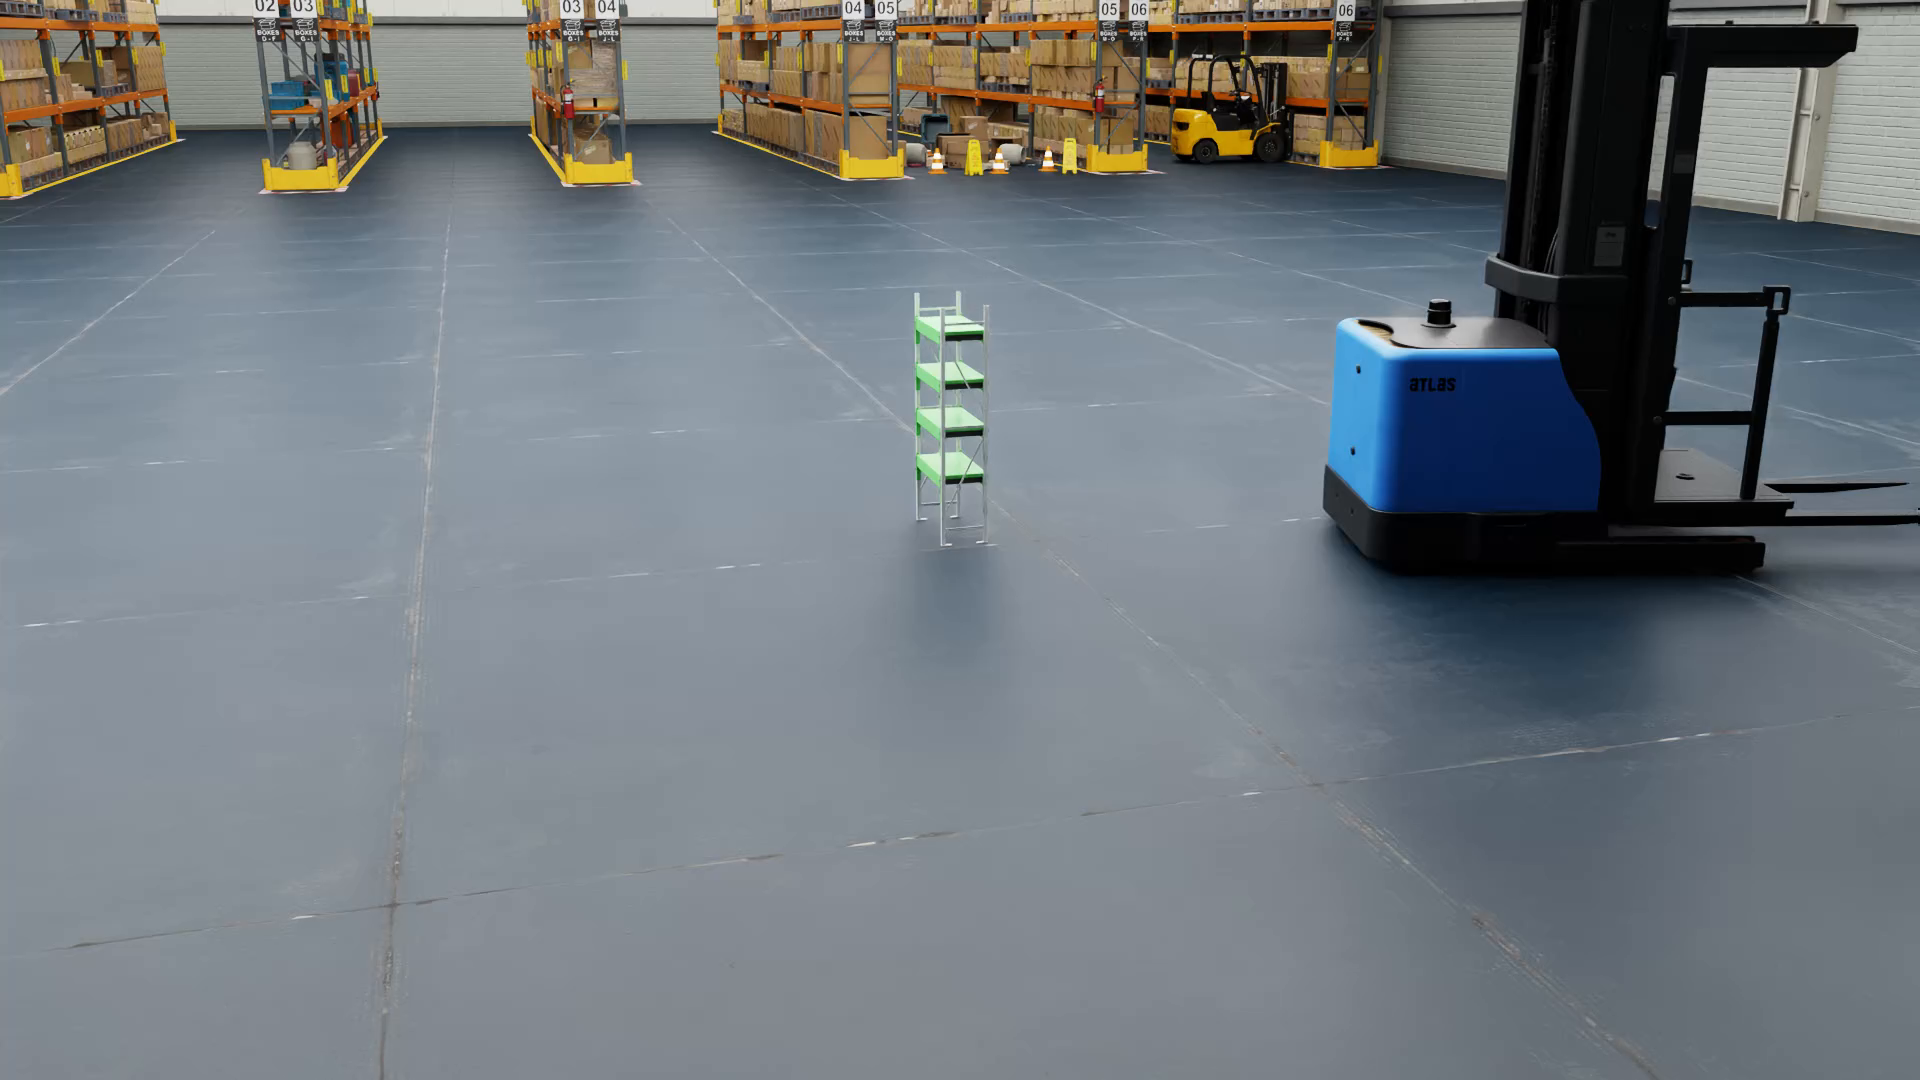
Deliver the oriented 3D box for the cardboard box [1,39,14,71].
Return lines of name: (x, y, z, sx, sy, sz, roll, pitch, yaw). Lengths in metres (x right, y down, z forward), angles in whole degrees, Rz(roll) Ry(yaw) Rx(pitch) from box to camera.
cardboard box: (-16.393, -8.156, 27.962, 0.700, 0.500, 0.500, -5, 17, -15)

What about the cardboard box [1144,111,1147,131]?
cardboard box: (4.896, -10.760, 42.673, 0.500, 0.500, 0.500, -5, 18, -17)

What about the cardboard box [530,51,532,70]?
cardboard box: (-10.835, -12.403, 42.969, 0.500, 0.500, 0.500, -5, 17, -17)

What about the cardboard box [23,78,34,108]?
cardboard box: (-16.660, -7.806, 29.049, 0.700, 0.500, 0.500, -4, 17, -14)

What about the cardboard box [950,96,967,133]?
cardboard box: (0.286, -10.712, 41.862, 0.875, 0.875, 0.875, -4, 17, -14)

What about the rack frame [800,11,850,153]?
rack frame: (-2.750, -9.311, 34.234, 1.000, 3.000, 0.127, -5, 17, -15)

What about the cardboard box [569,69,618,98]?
cardboard box: (-6.572, -8.185, 29.795, 0.875, 0.500, 0.500, -5, 17, -15)

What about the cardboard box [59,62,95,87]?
cardboard box: (-18.454, -9.685, 34.577, 0.700, 0.500, 0.500, -12, 20, -34)

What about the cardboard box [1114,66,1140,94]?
cardboard box: (3.217, -8.967, 32.399, 0.500, 0.500, 0.500, -5, 17, -16)

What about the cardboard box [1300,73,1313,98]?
cardboard box: (7.331, -9.325, 34.106, 0.500, 0.500, 0.500, -4, 17, -14)

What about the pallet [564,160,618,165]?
pallet: (-6.990, -7.090, 31.688, 1.003, 0.211, 1.213, -5, 17, -15)

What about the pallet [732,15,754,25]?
pallet: (-4.882, -12.691, 40.600, 1.213, 0.211, 1.003, -5, 17, -15)

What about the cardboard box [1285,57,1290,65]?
cardboard box: (7.071, -10.095, 35.027, 0.380, 0.149, 0.250, -5, 17, -15)

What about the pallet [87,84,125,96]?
pallet: (-18.711, -9.716, 35.918, 1.003, 0.211, 1.213, -5, 17, -15)

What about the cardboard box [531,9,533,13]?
cardboard box: (-10.612, -13.695, 42.537, 0.700, 0.500, 0.500, -5, 18, -17)

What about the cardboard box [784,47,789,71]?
cardboard box: (-3.452, -10.537, 36.406, 0.700, 0.500, 0.500, -5, 17, -16)

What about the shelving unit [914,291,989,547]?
shelving unit: (-0.045, -0.620, 8.432, 0.258, 1.200, 0.503, -5, 17, -15)

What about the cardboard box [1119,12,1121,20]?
cardboard box: (3.144, -10.123, 32.160, 0.380, 0.149, 0.250, -5, 18, -17)

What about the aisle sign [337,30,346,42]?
aisle sign: (-15.912, -13.116, 42.382, 0.394, 0.787, 0.004, -5, 17, -15)

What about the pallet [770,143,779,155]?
pallet: (-3.705, -8.858, 37.573, 1.003, 0.211, 1.213, -5, 17, -15)

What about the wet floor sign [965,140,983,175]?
wet floor sign: (0.261, -7.225, 31.384, 0.267, 0.644, 0.232, -8, 18, -25)

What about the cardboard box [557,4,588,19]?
cardboard box: (-6.824, -9.318, 29.305, 0.500, 0.250, 0.500, -4, 17, -14)

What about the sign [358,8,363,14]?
sign: (-13.978, -12.252, 38.795, 0.100, 0.325, 0.005, -5, 17, -15)

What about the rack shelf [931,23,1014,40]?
rack shelf: (0.333, -12.482, 40.827, 1.077, 0.370, 4.000, -5, 17, -15)

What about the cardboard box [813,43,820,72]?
cardboard box: (-2.403, -9.492, 32.699, 0.875, 0.550, 0.550, -5, 17, -15)

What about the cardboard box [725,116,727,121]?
cardboard box: (-6.130, -11.363, 44.774, 0.380, 0.149, 0.250, -5, 17, -16)

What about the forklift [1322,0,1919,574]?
forklift: (3.438, -1.395, 8.000, 3.031, 2.935, 1.130, 0, 17, -2)

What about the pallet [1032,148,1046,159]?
pallet: (2.200, -8.212, 35.422, 1.003, 0.211, 1.213, -5, 17, -15)

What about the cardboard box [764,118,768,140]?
cardboard box: (-4.282, -9.582, 38.754, 0.500, 0.500, 0.500, -5, 17, -16)

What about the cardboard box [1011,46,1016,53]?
cardboard box: (1.338, -10.806, 36.662, 0.380, 0.149, 0.250, -5, 18, -18)

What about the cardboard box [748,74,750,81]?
cardboard box: (-4.853, -11.028, 39.659, 0.380, 0.149, 0.250, -6, 18, -18)

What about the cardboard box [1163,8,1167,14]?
cardboard box: (5.225, -13.013, 40.912, 0.380, 0.149, 0.250, -4, 17, -14)

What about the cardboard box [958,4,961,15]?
cardboard box: (0.167, -12.763, 40.017, 0.396, 0.266, 0.258, -5, 17, -17)

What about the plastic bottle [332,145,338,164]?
plastic bottle: (-11.714, -7.199, 31.045, 0.144, 0.351, 0.185, -5, 17, -16)

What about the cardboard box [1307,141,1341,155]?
cardboard box: (7.419, -8.006, 33.941, 0.500, 0.250, 0.500, -5, 17, -15)

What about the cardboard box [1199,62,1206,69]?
cardboard box: (5.823, -11.121, 38.959, 0.380, 0.149, 0.250, -4, 17, -14)

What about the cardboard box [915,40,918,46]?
cardboard box: (-0.980, -13.266, 44.361, 0.380, 0.149, 0.250, -5, 17, -15)

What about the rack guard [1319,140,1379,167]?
rack guard: (7.859, -7.813, 33.594, 1.175, 0.500, 0.348, -5, 17, -15)

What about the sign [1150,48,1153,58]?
sign: (5.087, -12.936, 44.289, 0.100, 0.325, 0.005, -5, 17, -15)

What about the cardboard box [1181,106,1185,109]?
cardboard box: (5.763, -10.789, 41.643, 0.380, 0.149, 0.250, -4, 17, -14)

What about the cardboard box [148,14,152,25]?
cardboard box: (-19.849, -12.588, 40.191, 0.500, 0.250, 0.500, -5, 17, -15)

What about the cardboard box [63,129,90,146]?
cardboard box: (-17.371, -7.876, 32.534, 0.500, 0.311, 0.500, -4, 17, -14)

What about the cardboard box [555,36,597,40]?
cardboard box: (-7.631, -9.666, 33.643, 1.000, 1.000, 1.000, -5, 17, -15)

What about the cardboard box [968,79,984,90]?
cardboard box: (0.494, -10.884, 39.732, 0.500, 0.250, 0.500, -5, 18, -17)

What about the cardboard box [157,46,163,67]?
cardboard box: (-19.984, -11.909, 40.972, 0.500, 0.500, 0.500, -5, 17, -16)

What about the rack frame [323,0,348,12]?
rack frame: (-13.408, -12.535, 34.538, 1.000, 3.000, 0.127, -5, 17, -15)

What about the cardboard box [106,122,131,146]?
cardboard box: (-18.453, -8.860, 36.315, 0.500, 0.500, 0.500, -5, 18, -17)

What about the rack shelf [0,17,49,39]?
rack shelf: (-16.523, -8.703, 28.248, 1.077, 0.370, 4.000, -5, 17, -15)

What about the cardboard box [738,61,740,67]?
cardboard box: (-5.283, -11.744, 41.007, 0.380, 0.149, 0.250, -4, 17, -12)

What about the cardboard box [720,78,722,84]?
cardboard box: (-6.274, -12.394, 44.936, 0.380, 0.149, 0.250, -5, 17, -16)

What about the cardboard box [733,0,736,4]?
cardboard box: (-5.488, -13.520, 41.732, 0.380, 0.149, 0.250, -5, 17, -15)

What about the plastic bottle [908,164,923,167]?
plastic bottle: (-0.887, -7.518, 33.373, 0.283, 0.061, 0.133, -12, 20, -34)

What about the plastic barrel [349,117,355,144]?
plastic barrel: (-13.870, -9.154, 37.174, 0.600, 0.588, 0.708, -5, 17, -15)

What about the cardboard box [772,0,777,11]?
cardboard box: (-3.862, -11.842, 36.700, 0.500, 0.311, 0.500, -5, 17, -15)

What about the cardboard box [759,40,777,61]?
cardboard box: (-4.838, -12.337, 41.880, 0.500, 0.500, 0.500, -4, 17, -14)

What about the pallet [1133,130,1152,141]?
pallet: (5.153, -10.441, 42.843, 1.003, 0.211, 1.213, -5, 17, -15)

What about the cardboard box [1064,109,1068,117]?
cardboard box: (2.308, -8.618, 33.545, 0.380, 0.149, 0.250, -4, 17, -13)
